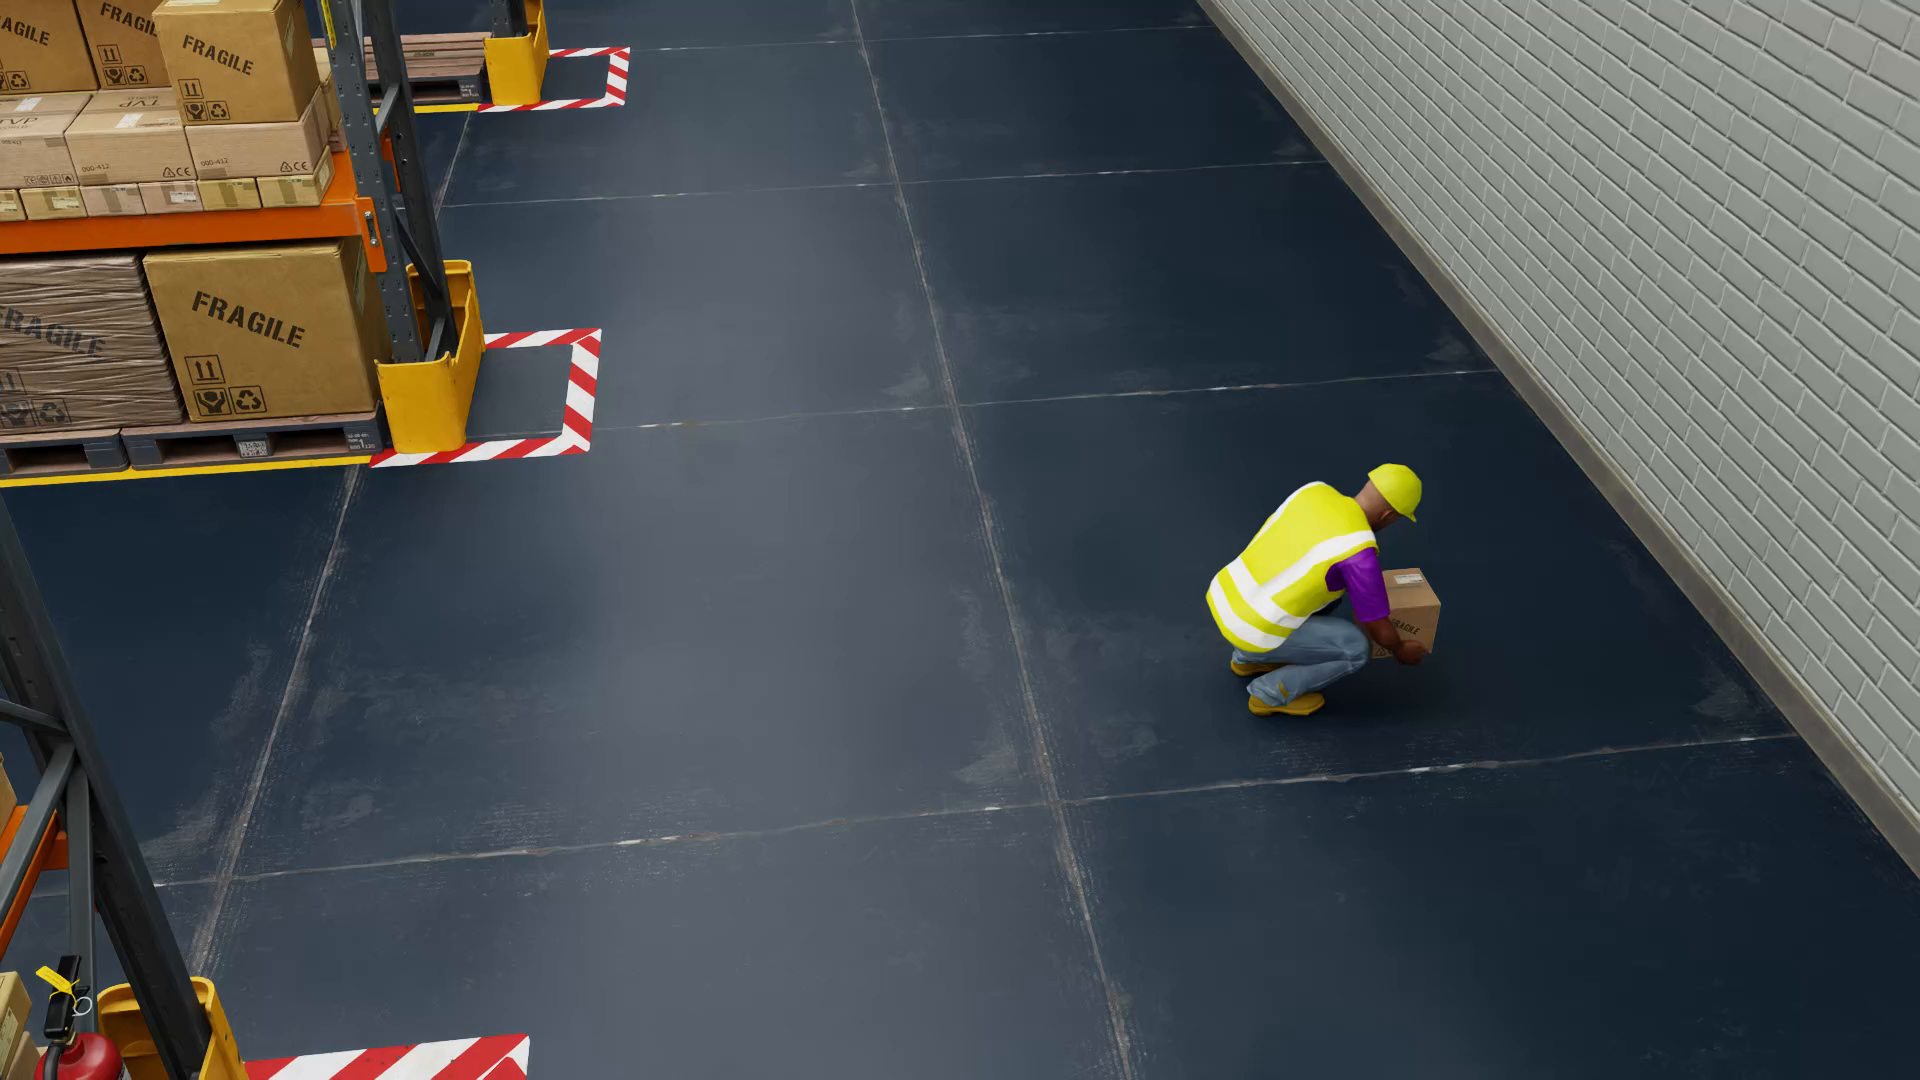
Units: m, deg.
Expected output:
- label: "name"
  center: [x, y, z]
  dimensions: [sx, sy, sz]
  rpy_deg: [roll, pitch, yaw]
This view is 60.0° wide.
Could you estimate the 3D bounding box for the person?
- label: "person"
  center: [1.421, 0.171, 6.557]
  dimensions: [0.873, 1.001, 0.587]
  rpy_deg: [-4, 35, -6]
